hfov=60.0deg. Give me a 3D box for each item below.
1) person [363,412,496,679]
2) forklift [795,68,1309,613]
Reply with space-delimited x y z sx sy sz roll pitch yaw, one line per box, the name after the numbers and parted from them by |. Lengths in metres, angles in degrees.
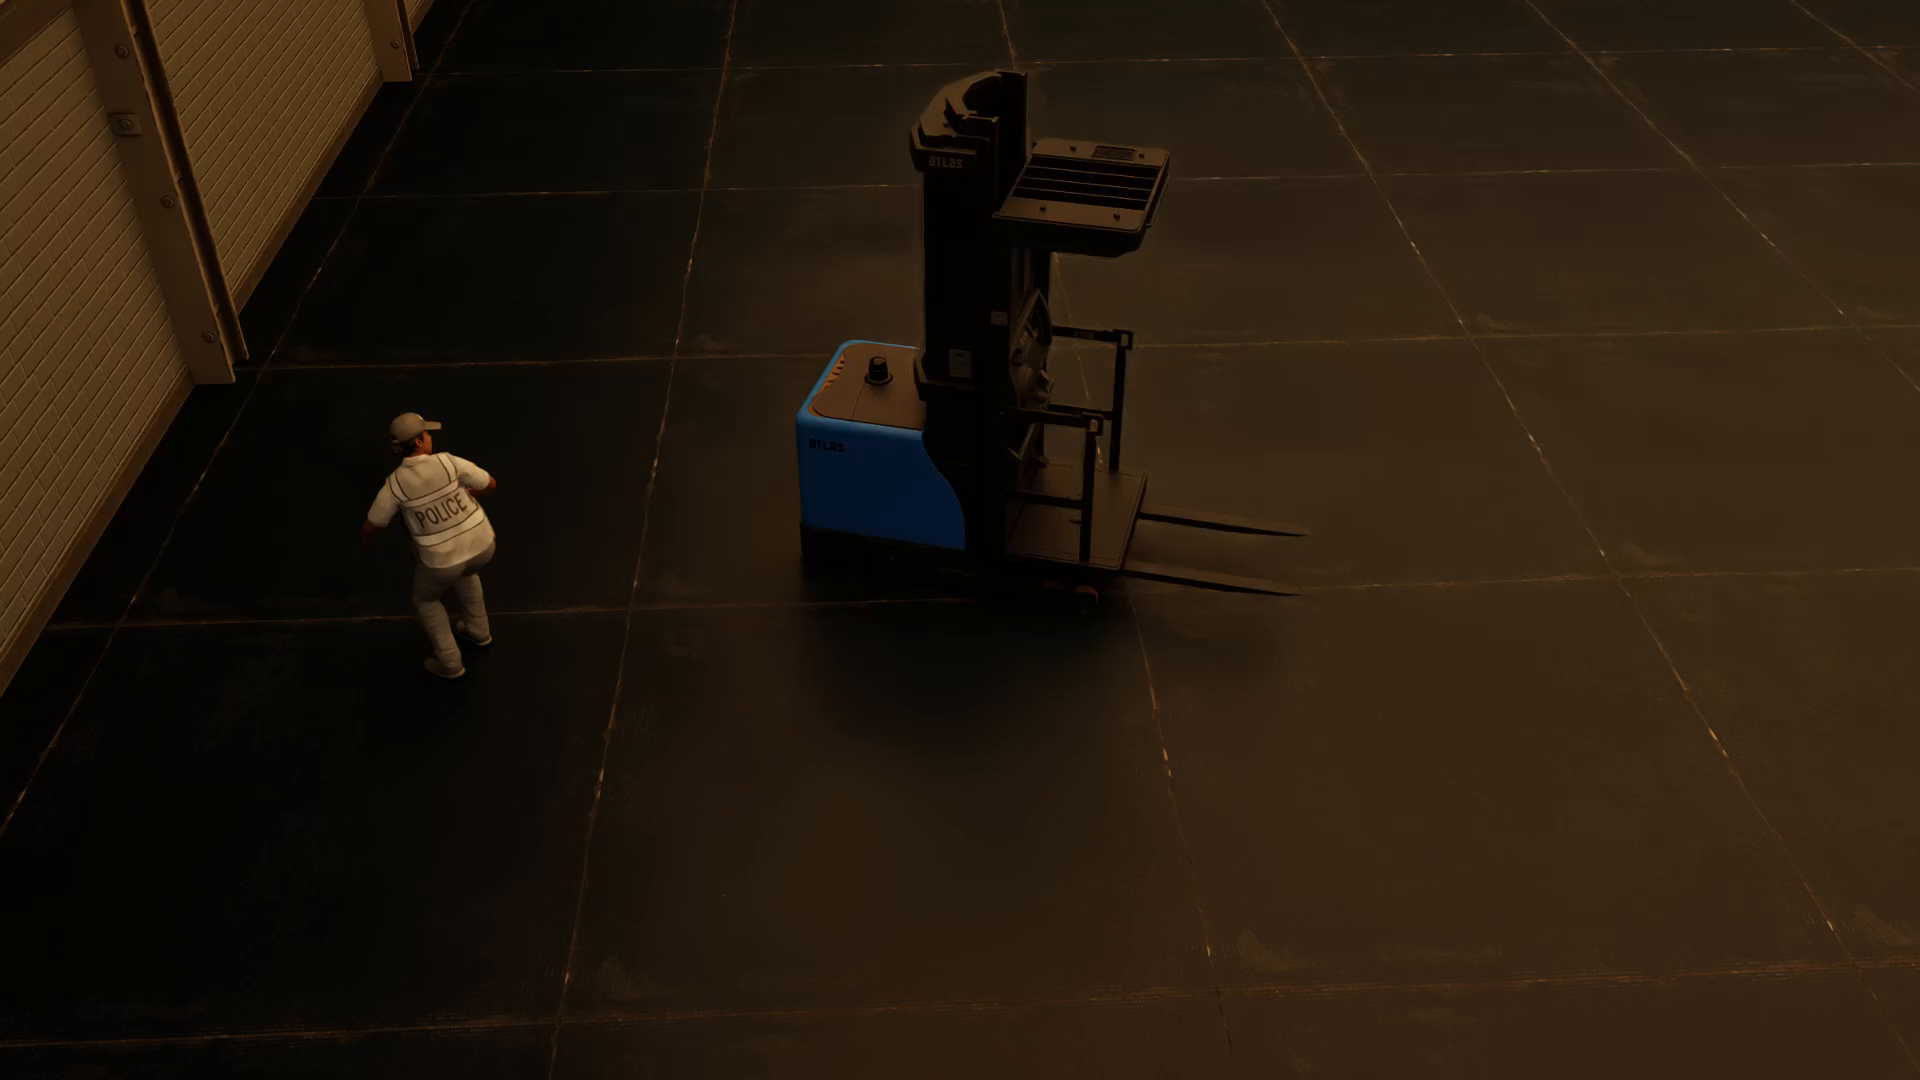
-2.879 0.020 9.147 0.720 1.619 0.597 -25 43 -31 | person
0.592 -1.097 9.517 3.031 2.935 1.130 9 37 11 | forklift
